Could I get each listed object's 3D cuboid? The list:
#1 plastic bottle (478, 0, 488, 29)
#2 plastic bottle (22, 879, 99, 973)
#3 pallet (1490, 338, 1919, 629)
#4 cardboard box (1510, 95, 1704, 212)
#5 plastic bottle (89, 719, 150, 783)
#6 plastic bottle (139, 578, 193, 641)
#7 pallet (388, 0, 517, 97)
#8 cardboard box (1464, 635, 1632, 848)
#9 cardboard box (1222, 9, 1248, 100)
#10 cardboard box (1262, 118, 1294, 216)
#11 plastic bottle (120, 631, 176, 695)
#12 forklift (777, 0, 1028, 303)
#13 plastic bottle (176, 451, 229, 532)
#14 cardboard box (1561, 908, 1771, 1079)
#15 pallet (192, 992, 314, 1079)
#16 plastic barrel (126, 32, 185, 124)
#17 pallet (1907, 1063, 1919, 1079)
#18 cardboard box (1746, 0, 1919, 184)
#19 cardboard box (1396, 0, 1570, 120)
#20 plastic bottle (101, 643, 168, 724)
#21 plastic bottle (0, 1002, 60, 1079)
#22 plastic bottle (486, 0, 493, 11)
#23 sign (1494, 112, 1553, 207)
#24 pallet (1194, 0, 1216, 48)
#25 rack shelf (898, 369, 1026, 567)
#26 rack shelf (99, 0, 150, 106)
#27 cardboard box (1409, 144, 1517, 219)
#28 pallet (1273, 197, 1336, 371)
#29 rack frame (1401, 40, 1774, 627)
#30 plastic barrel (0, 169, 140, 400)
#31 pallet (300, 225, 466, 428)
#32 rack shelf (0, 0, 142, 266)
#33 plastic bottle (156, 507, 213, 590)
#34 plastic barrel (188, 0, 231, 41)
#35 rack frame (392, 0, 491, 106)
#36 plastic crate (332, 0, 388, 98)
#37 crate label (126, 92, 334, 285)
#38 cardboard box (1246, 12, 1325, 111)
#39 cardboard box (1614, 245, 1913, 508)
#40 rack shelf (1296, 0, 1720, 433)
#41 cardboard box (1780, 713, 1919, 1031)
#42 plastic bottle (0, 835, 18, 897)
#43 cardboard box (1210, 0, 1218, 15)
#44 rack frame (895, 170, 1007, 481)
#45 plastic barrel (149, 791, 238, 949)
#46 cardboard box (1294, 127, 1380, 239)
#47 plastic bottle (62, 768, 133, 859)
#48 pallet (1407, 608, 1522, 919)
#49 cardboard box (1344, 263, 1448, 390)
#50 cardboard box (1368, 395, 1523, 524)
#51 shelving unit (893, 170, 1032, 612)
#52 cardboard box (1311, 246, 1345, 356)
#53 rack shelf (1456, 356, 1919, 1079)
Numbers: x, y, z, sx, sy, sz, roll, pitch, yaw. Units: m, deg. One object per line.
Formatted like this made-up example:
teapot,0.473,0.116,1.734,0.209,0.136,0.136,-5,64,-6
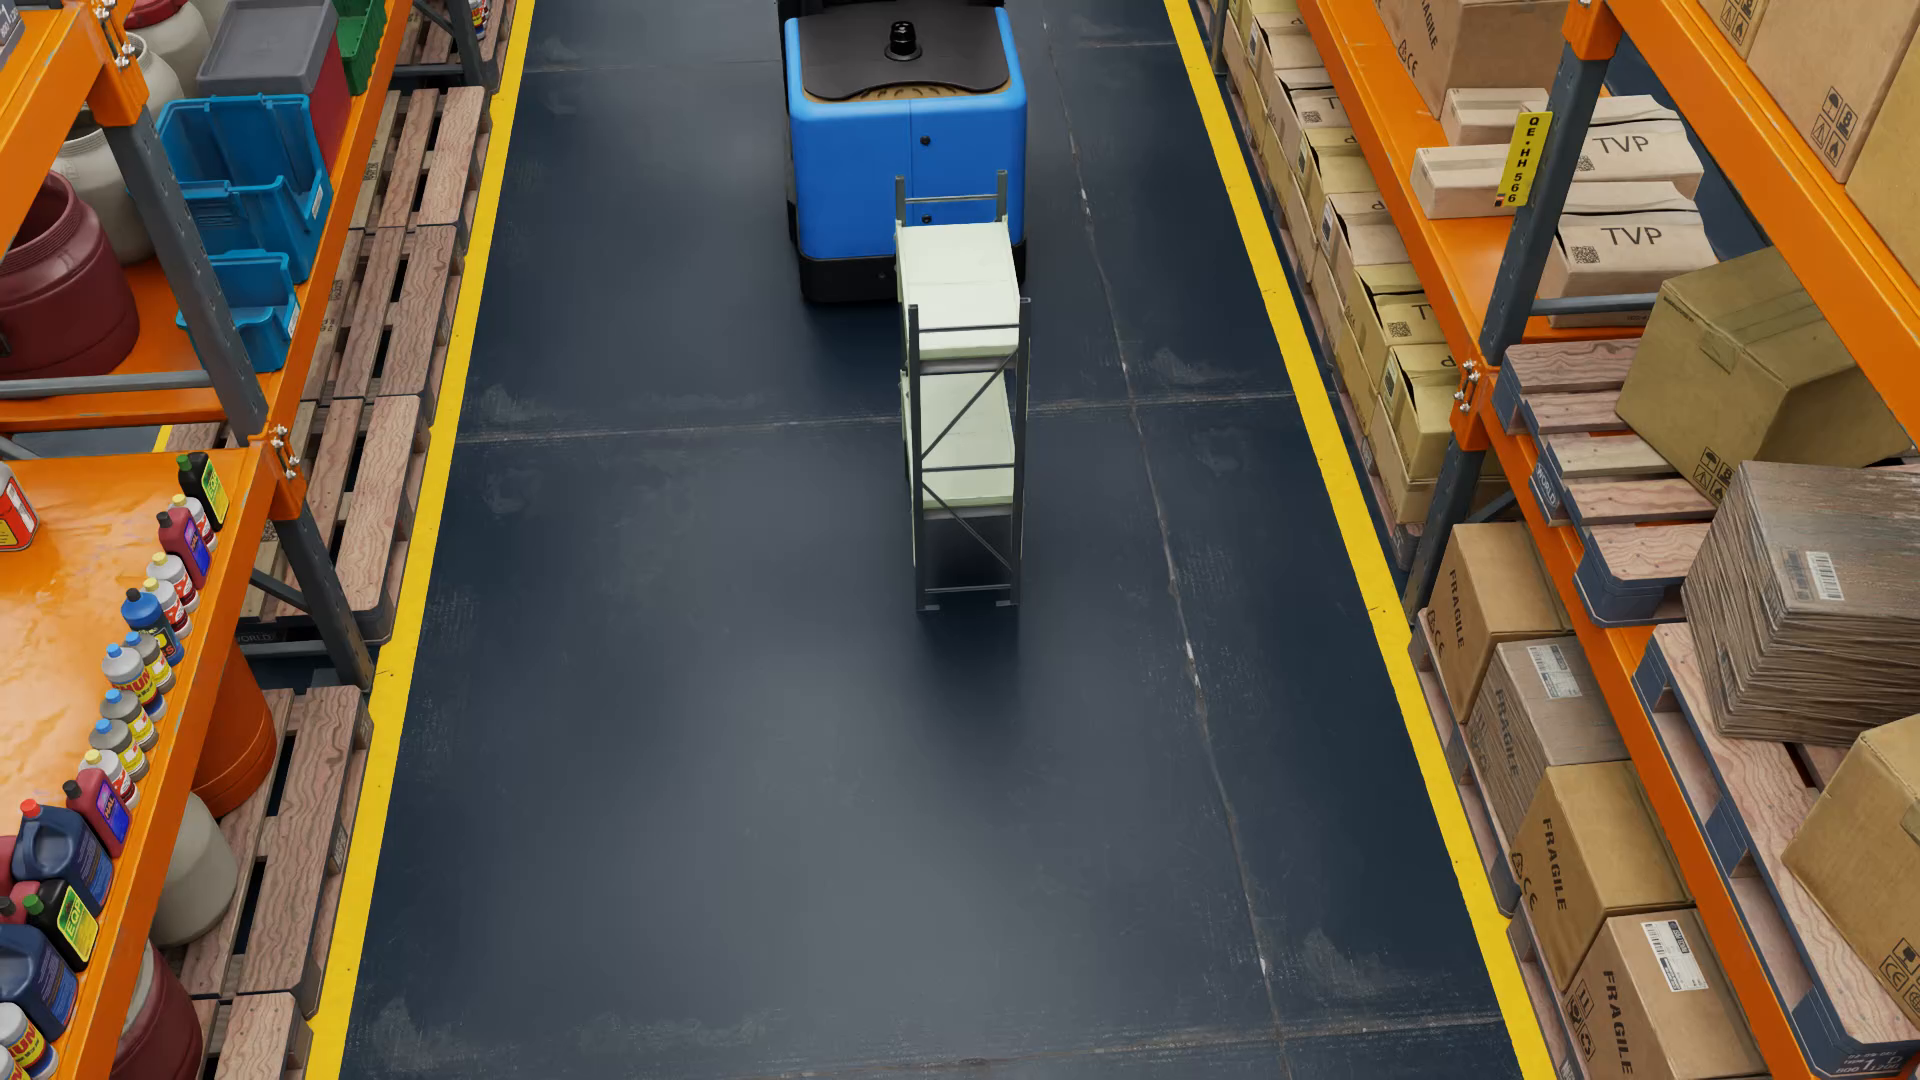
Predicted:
plastic bottle,-2.638,-2.885,9.041,0.097,0.201,0.097,0,47,0
plastic bottle,-2.124,0.893,3.919,0.061,0.283,0.133,-3,47,-3
pallet,2.358,-0.218,5.022,1.213,0.211,1.003,-3,47,-3
cardboard box,2.349,-1.398,6.069,0.500,0.311,0.500,-4,47,-4
plastic bottle,-2.187,0.538,4.312,0.097,0.201,0.097,0,47,0
plastic bottle,-2.227,0.186,4.645,0.097,0.201,0.097,0,47,0
pallet,-3.055,-2.895,9.346,1.003,0.211,1.213,-3,47,-3
cardboard box,2.034,0.664,5.474,0.500,0.500,0.500,-5,47,-5
cardboard box,1.683,-2.556,8.709,0.500,0.250,0.500,-5,47,-4
cardboard box,1.771,-1.811,8.004,0.500,0.250,0.500,-5,47,-5
plastic bottle,-2.211,0.326,4.512,0.097,0.201,0.097,0,47,0
forklift,-0.362,-3.180,7.743,1.130,2.935,3.031,-4,47,-4
plastic bottle,-2.246,-0.165,4.920,0.061,0.283,0.133,-3,47,-3
cardboard box,2.120,1.404,4.773,0.500,0.500,0.500,-5,47,-5
pallet,-2.499,1.936,4.771,1.003,0.211,1.213,-3,47,-3
plastic barrel,-3.039,-1.546,6.071,0.421,0.512,0.421,0,47,0
pallet,2.608,1.605,3.296,1.003,0.211,1.213,-3,47,-3
cardboard box,2.344,-1.153,3.641,0.910,0.500,0.500,-3,47,-3
cardboard box,2.074,-2.017,6.526,0.500,0.500,0.500,-6,47,-5
plastic bottle,-2.203,0.373,4.420,0.097,0.271,0.097,0,47,0
plastic bottle,-2.117,1.115,3.717,0.097,0.271,0.097,0,47,0
plastic bottle,-2.684,-3.070,9.164,0.152,0.276,0.135,-2,47,-2
sign,1.678,-1.132,4.959,0.100,0.325,0.005,-3,47,-3
pallet,1.871,-3.283,9.714,1.003,0.211,1.213,-3,47,-3
rack shelf,-0.001,-0.296,6.447,0.431,0.370,0.720,-3,47,-3
rack shelf,-2.873,-2.703,5.673,1.077,0.370,4.000,-3,47,-3
cardboard box,1.880,-1.317,6.105,0.380,0.149,0.250,-3,47,-3
pallet,2.102,-1.290,7.826,1.003,0.211,1.213,-3,47,-3
rack frame,2.231,-0.770,5.413,1.000,3.000,0.127,-3,47,-3
plastic barrel,-3.046,-0.836,5.382,0.600,0.536,0.708,-3,47,-3
pallet,-2.830,-0.956,7.510,1.003,0.211,1.213,-3,47,-3
rack shelf,-2.538,0.191,2.932,1.077,0.370,4.000,-3,47,-3
plastic bottle,-2.227,0.002,4.762,0.061,0.283,0.133,-3,47,-3
plastic barrel,-3.117,-2.176,6.651,0.433,0.535,0.433,0,47,0
rack frame,-3.040,-3.365,7.871,1.000,3.000,0.127,-3,47,-3
plastic crate,-2.613,-2.050,6.771,0.450,0.188,0.662,-3,47,-3
crate label,-2.519,-1.219,5.814,0.502,0.435,0.616,-3,47,-3
cardboard box,1.719,-2.379,8.155,0.500,0.311,0.500,-4,47,-4
cardboard box,2.396,-0.500,4.799,0.700,0.500,0.500,-18,49,-16
rack shelf,2.064,-1.969,7.045,1.077,0.370,4.000,-3,47,-3
cardboard box,2.357,0.671,3.691,0.700,0.500,0.500,-14,48,-13
plastic bottle,-2.279,0.805,4.002,0.061,0.283,0.133,-3,47,-3
cardboard box,1.640,-3.185,9.305,0.500,0.250,0.500,-3,47,-3
rack frame,-0.031,-0.785,6.461,0.400,1.500,0.023,-3,47,-3
plastic barrel,-2.511,0.996,5.165,0.421,0.512,0.421,0,47,0
cardboard box,1.813,-1.629,7.445,0.500,0.311,0.500,-2,47,-2
plastic bottle,-2.151,0.662,4.137,0.061,0.283,0.133,-3,47,-3
pallet,2.256,0.732,5.912,1.003,0.211,1.213,-3,47,-3
cardboard box,1.892,-0.901,6.756,0.500,0.311,0.500,-4,47,-4
cardboard box,1.944,-0.335,6.605,0.500,0.250,0.500,-2,47,-2
shelving unit,-0.001,-0.521,6.210,0.431,1.500,0.755,-3,47,-3
cardboard box,1.858,-1.071,7.303,0.500,0.250,0.500,-3,47,-2
rack shelf,2.399,0.925,4.304,1.077,0.370,4.000,-3,47,-3
